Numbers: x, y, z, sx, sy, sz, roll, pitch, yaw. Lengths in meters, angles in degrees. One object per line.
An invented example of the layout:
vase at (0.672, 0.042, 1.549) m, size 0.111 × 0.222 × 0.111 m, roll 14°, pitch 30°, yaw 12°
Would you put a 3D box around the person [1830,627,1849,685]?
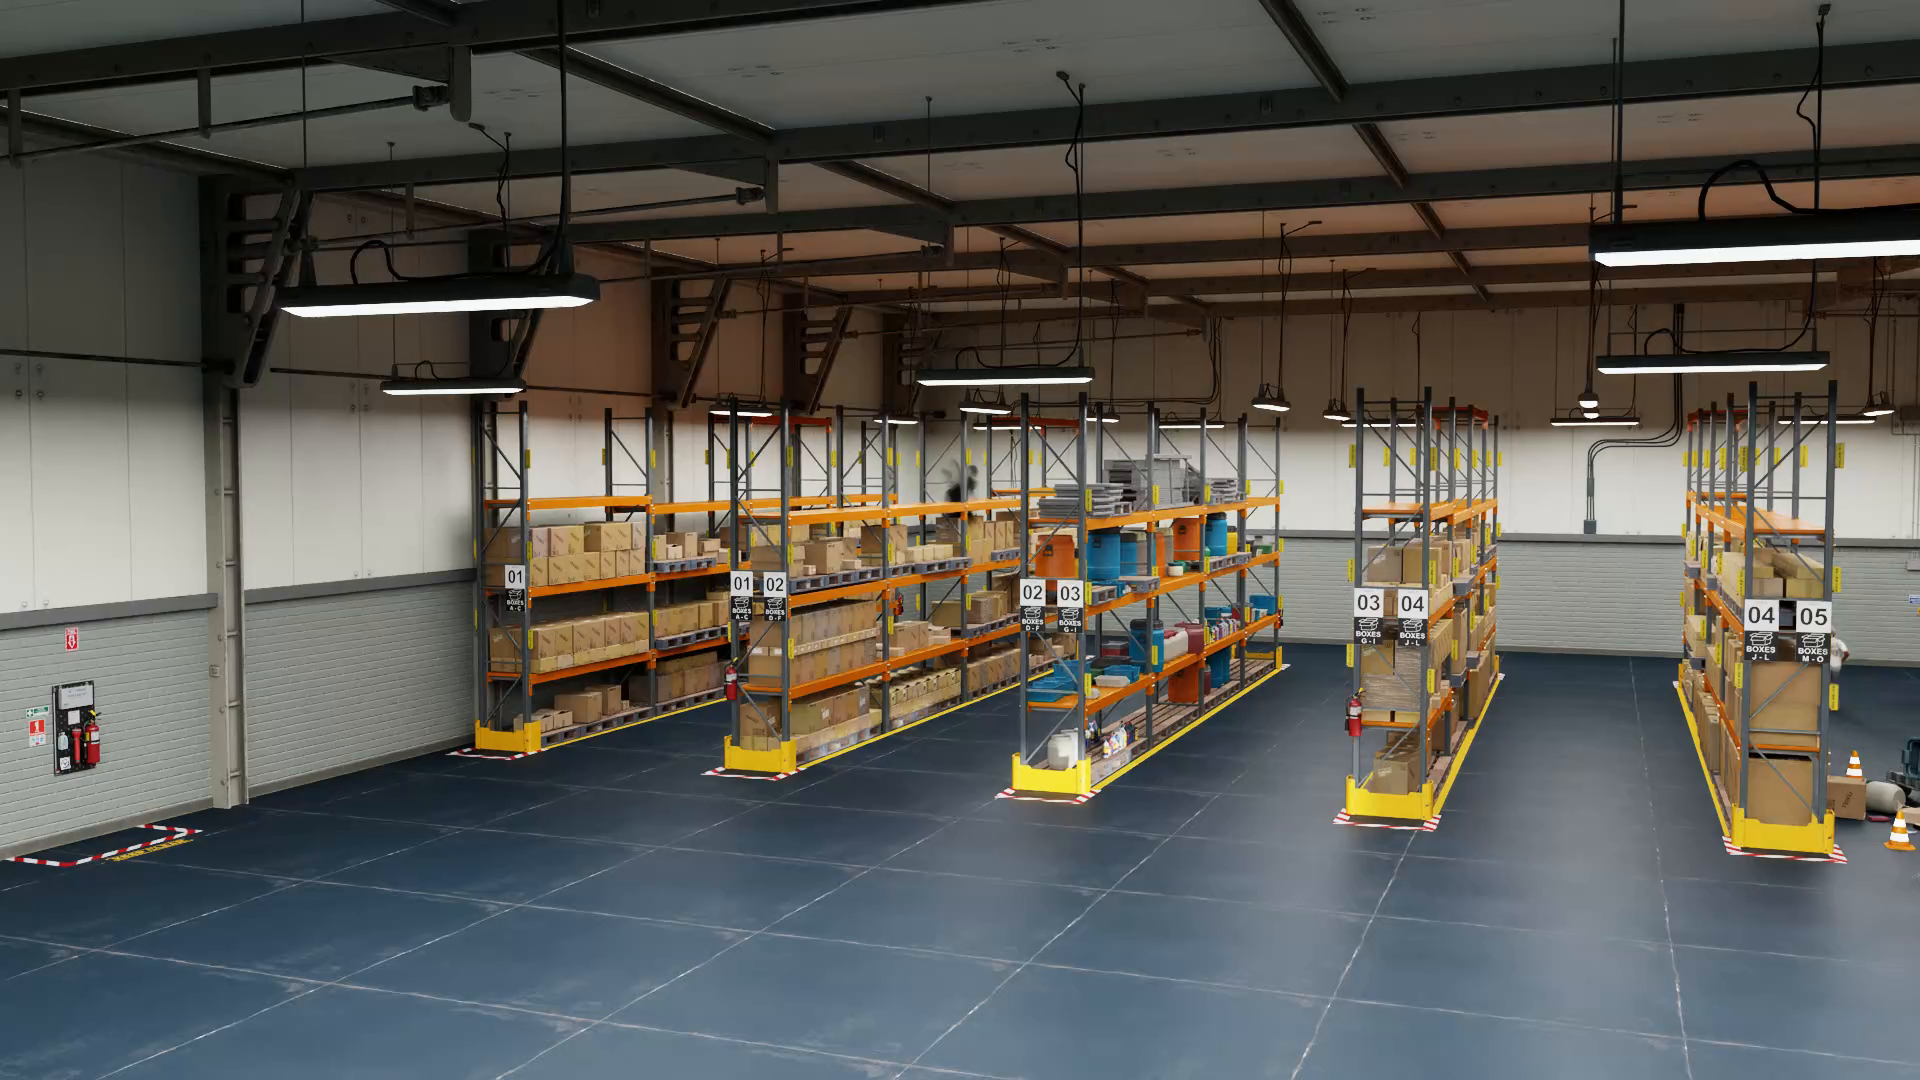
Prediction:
person at (17.529, 2.556, 33.494) m, size 0.619 × 1.632 × 0.793 m, roll 1°, pitch 3°, yaw 11°
